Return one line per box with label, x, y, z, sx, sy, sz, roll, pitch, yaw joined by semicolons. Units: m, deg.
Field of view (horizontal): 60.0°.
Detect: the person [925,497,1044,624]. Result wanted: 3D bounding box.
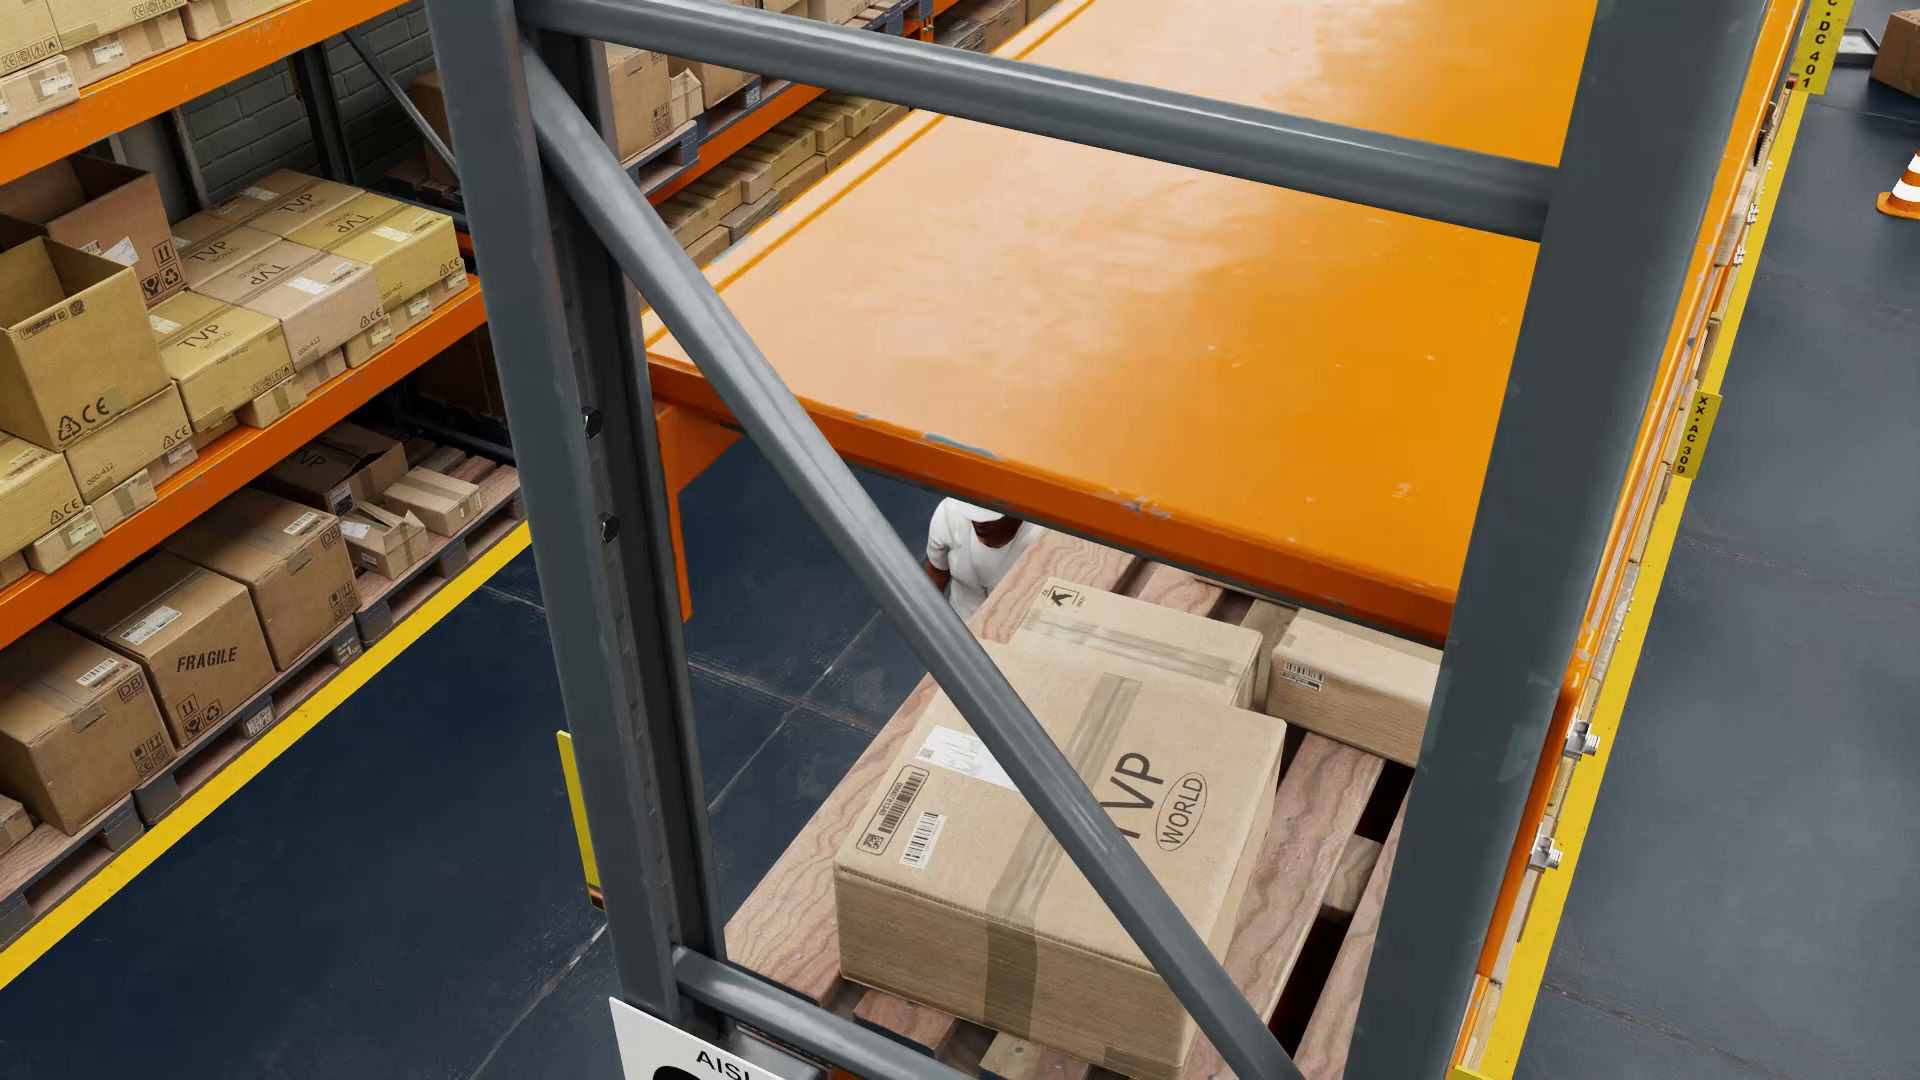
person;0.126;0.377;6.247;0.627;1.761;0.461;17;41;21
